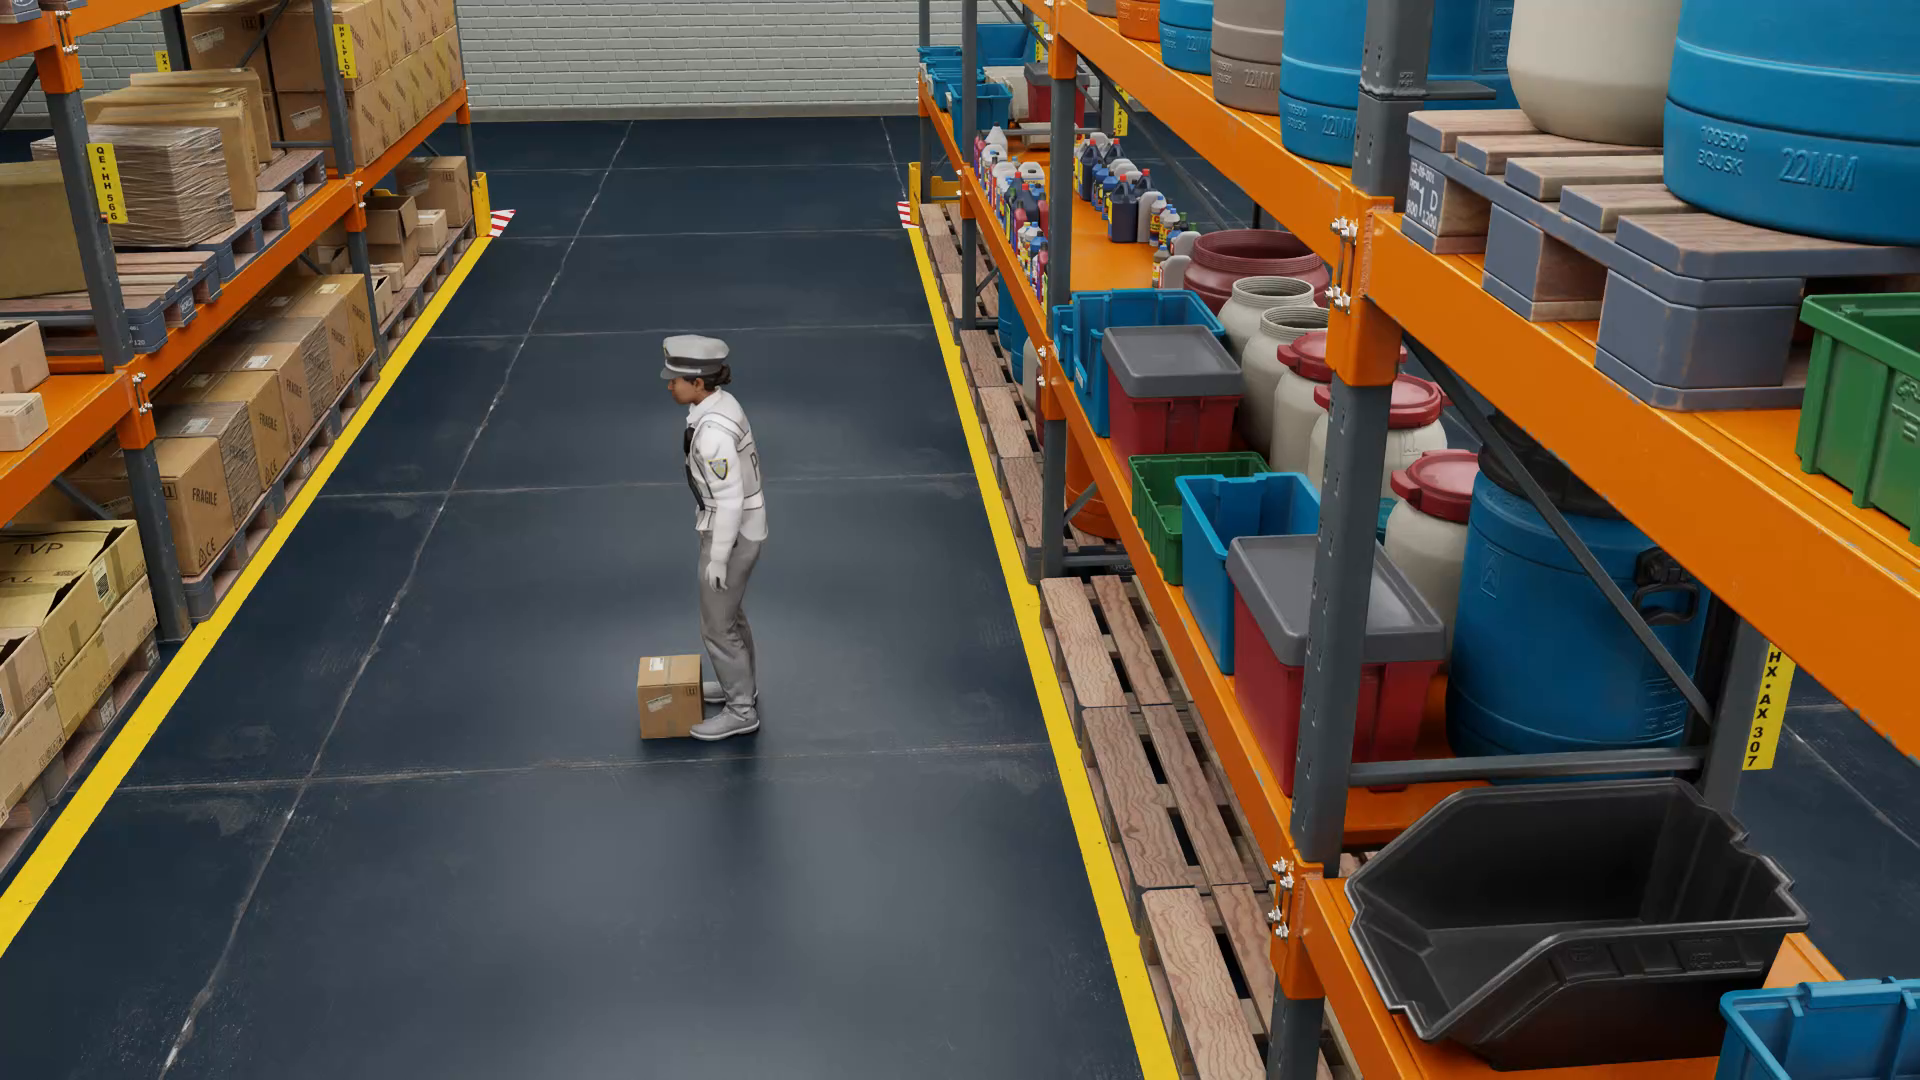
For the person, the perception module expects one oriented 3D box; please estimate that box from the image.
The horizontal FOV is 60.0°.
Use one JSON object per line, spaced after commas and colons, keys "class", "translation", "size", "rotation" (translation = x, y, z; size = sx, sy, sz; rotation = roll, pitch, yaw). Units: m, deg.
{"class": "person", "translation": [-0.953, -0.009, 6.617], "size": [0.376, 1.662, 0.542], "rotation": [-4, 24, -8]}
